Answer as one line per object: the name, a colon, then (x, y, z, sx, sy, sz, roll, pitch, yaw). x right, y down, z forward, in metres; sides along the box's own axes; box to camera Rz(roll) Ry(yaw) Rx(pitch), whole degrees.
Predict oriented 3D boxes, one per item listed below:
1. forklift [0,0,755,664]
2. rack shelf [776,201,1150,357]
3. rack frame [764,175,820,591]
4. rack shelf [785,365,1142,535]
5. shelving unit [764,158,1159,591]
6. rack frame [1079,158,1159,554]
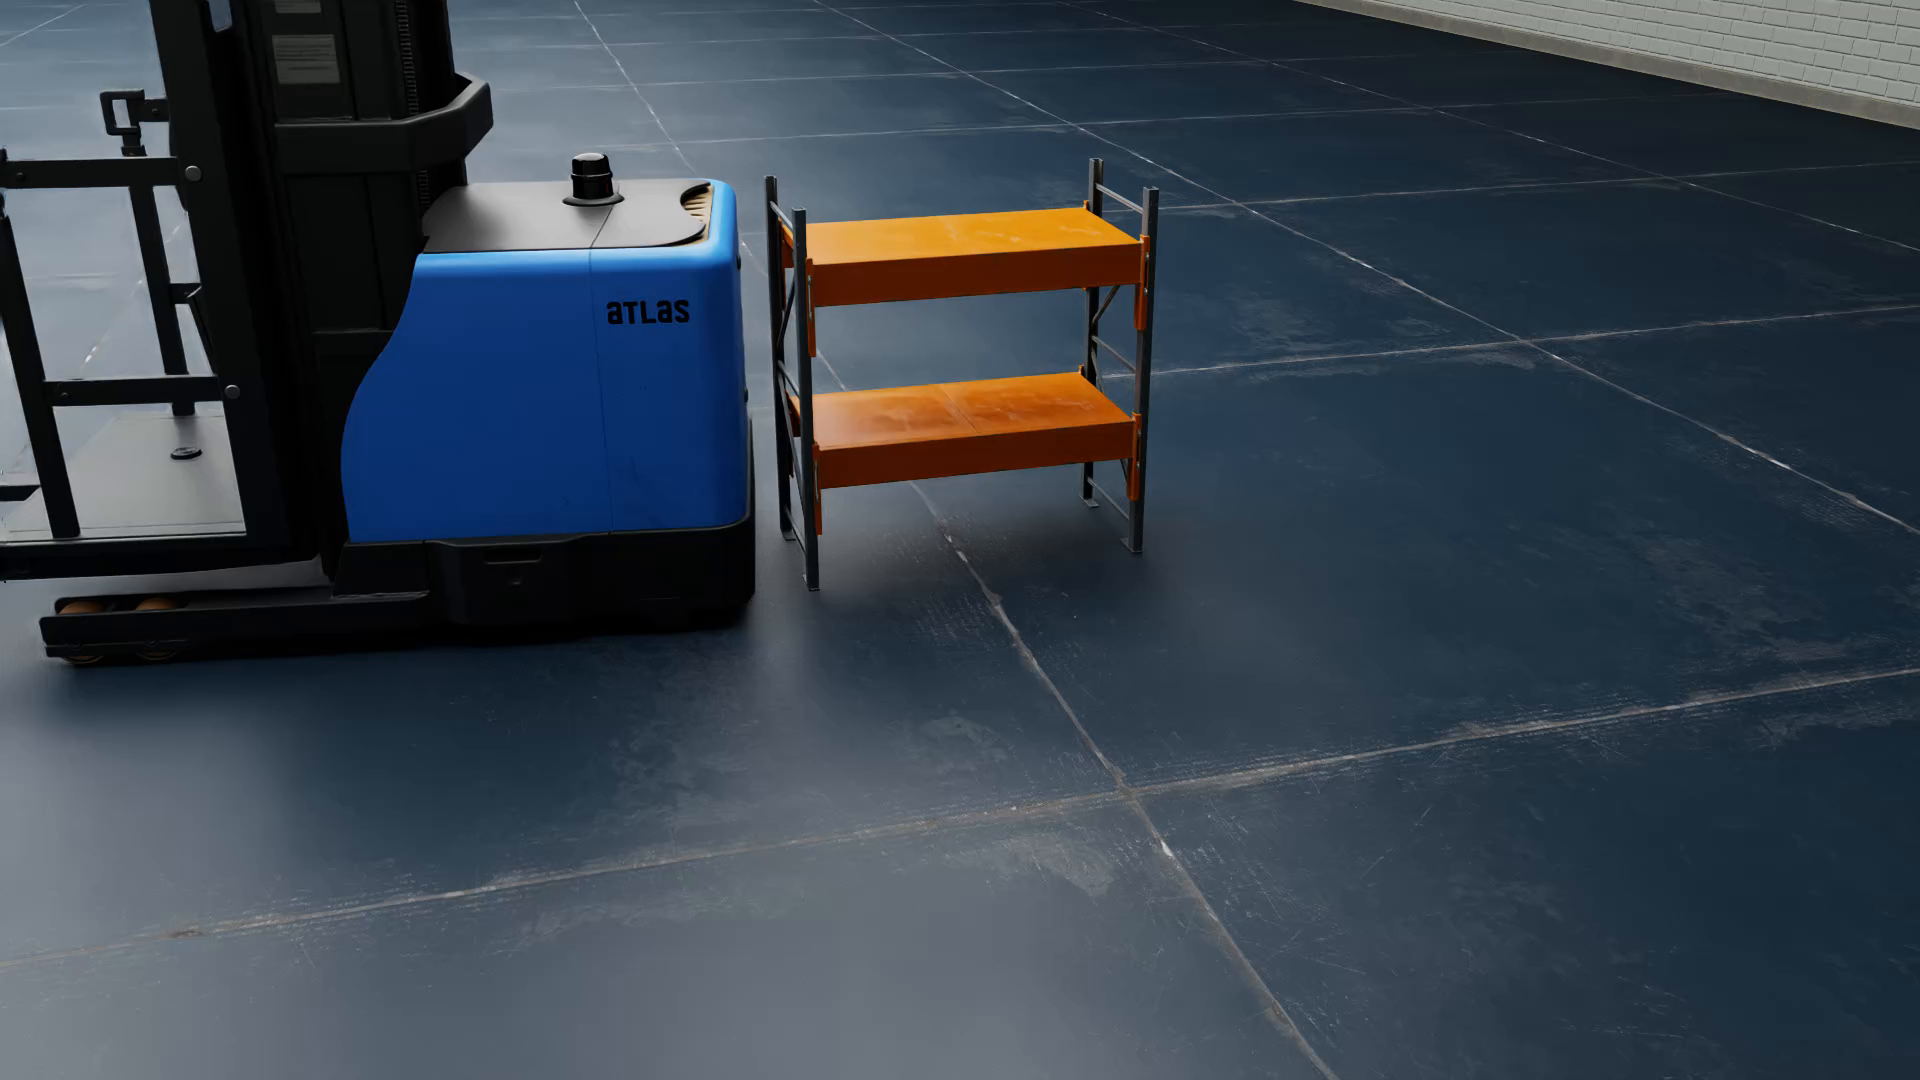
forklift: (-2.136, -1.233, 4.406, 3.031, 2.935, 1.130, -3, 23, -6)
rack shelf: (-0.007, -0.785, 4.911, 1.000, 0.278, 0.538, -6, 24, -14)
rack frame: (-0.496, -0.462, 4.900, 0.032, 1.125, 0.500, -6, 24, -14)
rack shelf: (-0.007, -0.292, 5.123, 1.000, 0.278, 0.538, -6, 24, -14)
shelving unit: (-0.007, -0.516, 5.027, 1.048, 1.125, 0.538, -6, 24, -14)
rack frame: (0.483, -0.570, 5.153, 0.032, 1.125, 0.500, -6, 24, -14)
